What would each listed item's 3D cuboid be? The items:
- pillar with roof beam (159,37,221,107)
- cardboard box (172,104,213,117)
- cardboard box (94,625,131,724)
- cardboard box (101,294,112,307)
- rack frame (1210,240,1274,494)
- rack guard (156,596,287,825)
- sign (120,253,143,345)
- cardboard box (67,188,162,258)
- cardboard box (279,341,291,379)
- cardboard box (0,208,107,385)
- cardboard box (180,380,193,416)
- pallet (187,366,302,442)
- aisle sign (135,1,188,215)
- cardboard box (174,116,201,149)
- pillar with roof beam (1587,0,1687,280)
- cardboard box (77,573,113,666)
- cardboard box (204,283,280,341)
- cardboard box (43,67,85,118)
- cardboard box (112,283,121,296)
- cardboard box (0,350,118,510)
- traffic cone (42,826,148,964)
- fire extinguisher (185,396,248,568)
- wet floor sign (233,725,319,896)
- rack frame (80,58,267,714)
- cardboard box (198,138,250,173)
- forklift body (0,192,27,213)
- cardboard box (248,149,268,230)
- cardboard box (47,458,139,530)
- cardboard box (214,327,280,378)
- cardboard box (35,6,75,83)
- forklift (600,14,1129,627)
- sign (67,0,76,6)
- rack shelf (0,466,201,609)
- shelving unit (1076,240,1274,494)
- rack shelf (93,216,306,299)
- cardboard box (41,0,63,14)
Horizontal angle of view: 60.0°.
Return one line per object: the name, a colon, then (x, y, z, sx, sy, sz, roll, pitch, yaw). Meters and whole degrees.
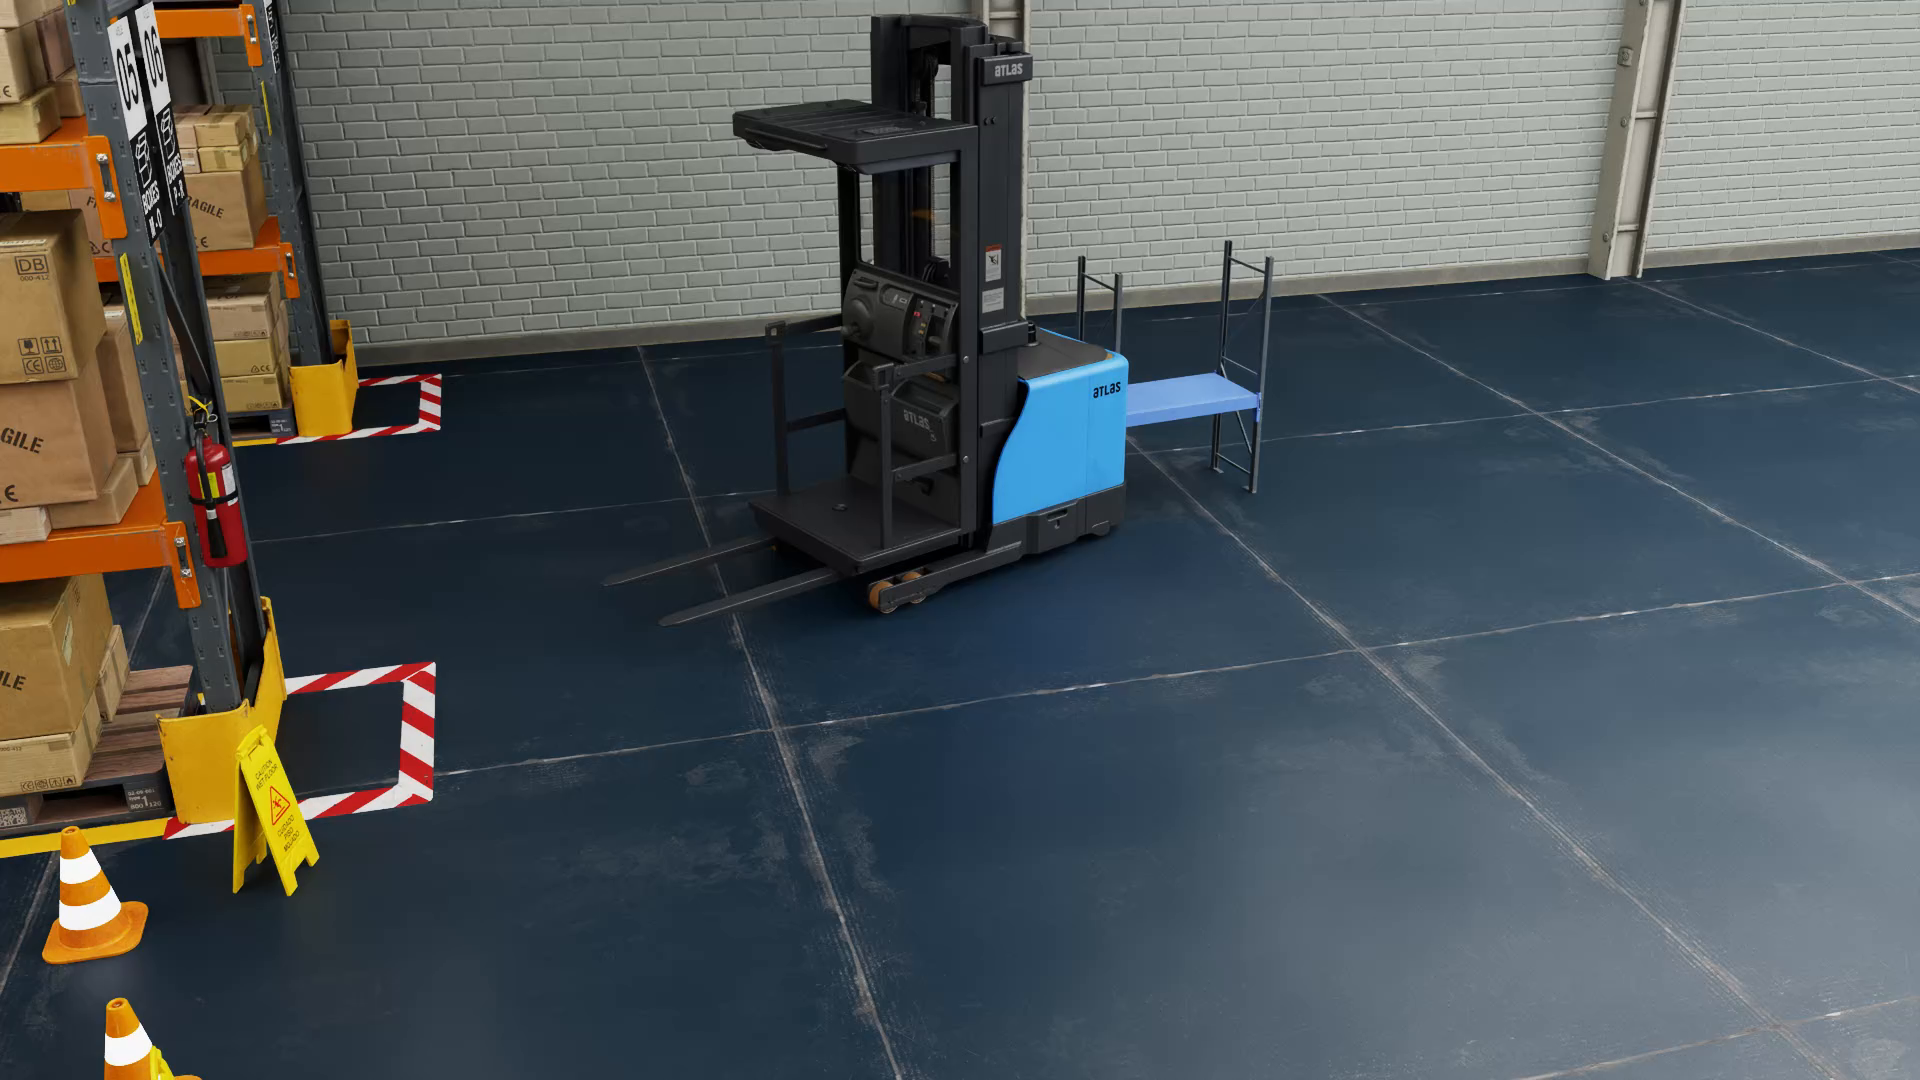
pillar with roof beam: (-4.292, -3.701, 6.963, 0.400, 9.000, 9.100, -6, 24, -14)
cardboard box: (-5.195, -2.832, 11.220, 0.250, 0.149, 0.380, -5, 24, -13)
cardboard box: (-4.048, 0.625, 7.444, 0.500, 0.250, 0.500, -7, 24, -15)
cardboard box: (-5.873, -1.418, 10.937, 0.500, 0.250, 0.500, -6, 24, -14)
rack frame: (1.747, -1.073, 10.348, 0.032, 1.500, 0.500, -10, 25, -22)
rack guard: (-3.269, 0.730, 7.414, 0.348, 0.500, 1.175, -6, 24, -14)
sign: (-3.066, -0.891, 6.153, 0.005, 0.325, 0.100, -6, 24, -14)
cardboard box: (-5.446, -2.153, 10.836, 0.500, 0.500, 0.500, -6, 24, -13)
cardboard box: (-5.066, -1.262, 11.841, 0.500, 0.250, 0.500, -6, 24, -14)
cardboard box: (-3.629, -0.931, 6.344, 0.500, 0.500, 0.700, -7, 24, -16)
cardboard box: (-5.389, -1.021, 11.279, 0.500, 0.250, 0.500, -6, 24, -14)
pallet: (-5.266, -0.932, 11.654, 1.213, 0.211, 1.003, -6, 24, -14)
aisle sign: (-3.220, -1.745, 6.717, 0.004, 0.787, 0.394, -6, 24, -14)
cardboard box: (-5.058, -2.635, 10.761, 0.250, 0.149, 0.380, -6, 24, -14)
pillar with roof beam: (7.262, -4.979, 9.942, 0.400, 9.000, 9.100, -6, 24, -14)
cardboard box: (-4.070, 0.283, 7.289, 0.500, 0.500, 0.500, -7, 24, -16)
cardboard box: (-4.900, -1.532, 11.203, 0.500, 0.250, 0.500, -5, 24, -13)
cardboard box: (-3.603, -1.777, 6.603, 0.250, 0.149, 0.380, -6, 24, -14)
cardboard box: (-5.535, -1.666, 11.514, 0.500, 0.250, 0.500, -6, 24, -14)
cardboard box: (-3.644, -0.447, 6.483, 0.500, 0.500, 0.500, -7, 24, -15)
traffic cone: (-3.262, 1.275, 6.192, 0.334, 0.463, 0.336, -6, 24, -14)
fire extinguisher: (-2.962, -0.228, 6.576, 0.183, 0.674, 0.296, -6, 24, -14)
wet floor sign: (-2.724, 1.041, 6.505, 0.232, 0.644, 0.267, 2, 23, 4)
rack frame: (-3.196, -0.426, 6.940, 0.127, 3.000, 1.000, -6, 24, -14)
cardboard box: (-4.799, -2.511, 10.849, 0.250, 0.149, 0.380, -6, 24, -14)
forklift body: (-5.874, -1.026, 9.413, 1.214, 2.155, 2.313, -6, 24, -14)
cardboard box: (-5.093, -2.409, 11.434, 0.500, 0.500, 0.500, -6, 24, -13)
cardboard box: (-3.499, -0.190, 6.707, 0.250, 0.149, 0.380, -5, 24, -13)
cardboard box: (-4.925, -1.299, 11.294, 0.500, 0.250, 0.500, -7, 24, -15)
cardboard box: (-3.752, -1.920, 6.430, 0.500, 0.250, 0.500, -7, 24, -15)
forklift: (-0.489, -1.193, 8.812, 3.031, 2.935, 1.130, -18, 29, -35)
sign: (-3.066, -1.999, 5.678, 0.005, 0.325, 0.100, -6, 24, -14)
rack shelf: (-5.122, 0.117, 6.585, 4.000, 0.370, 1.077, -6, 24, -14)
shelving unit: (1.281, -0.993, 10.161, 1.048, 1.500, 0.538, -10, 25, -22)
rack shelf: (-6.466, -1.767, 10.976, 4.000, 0.370, 1.077, -6, 24, -14)
cardboard box: (-3.594, -2.096, 6.333, 0.250, 0.149, 0.380, -6, 24, -15)
